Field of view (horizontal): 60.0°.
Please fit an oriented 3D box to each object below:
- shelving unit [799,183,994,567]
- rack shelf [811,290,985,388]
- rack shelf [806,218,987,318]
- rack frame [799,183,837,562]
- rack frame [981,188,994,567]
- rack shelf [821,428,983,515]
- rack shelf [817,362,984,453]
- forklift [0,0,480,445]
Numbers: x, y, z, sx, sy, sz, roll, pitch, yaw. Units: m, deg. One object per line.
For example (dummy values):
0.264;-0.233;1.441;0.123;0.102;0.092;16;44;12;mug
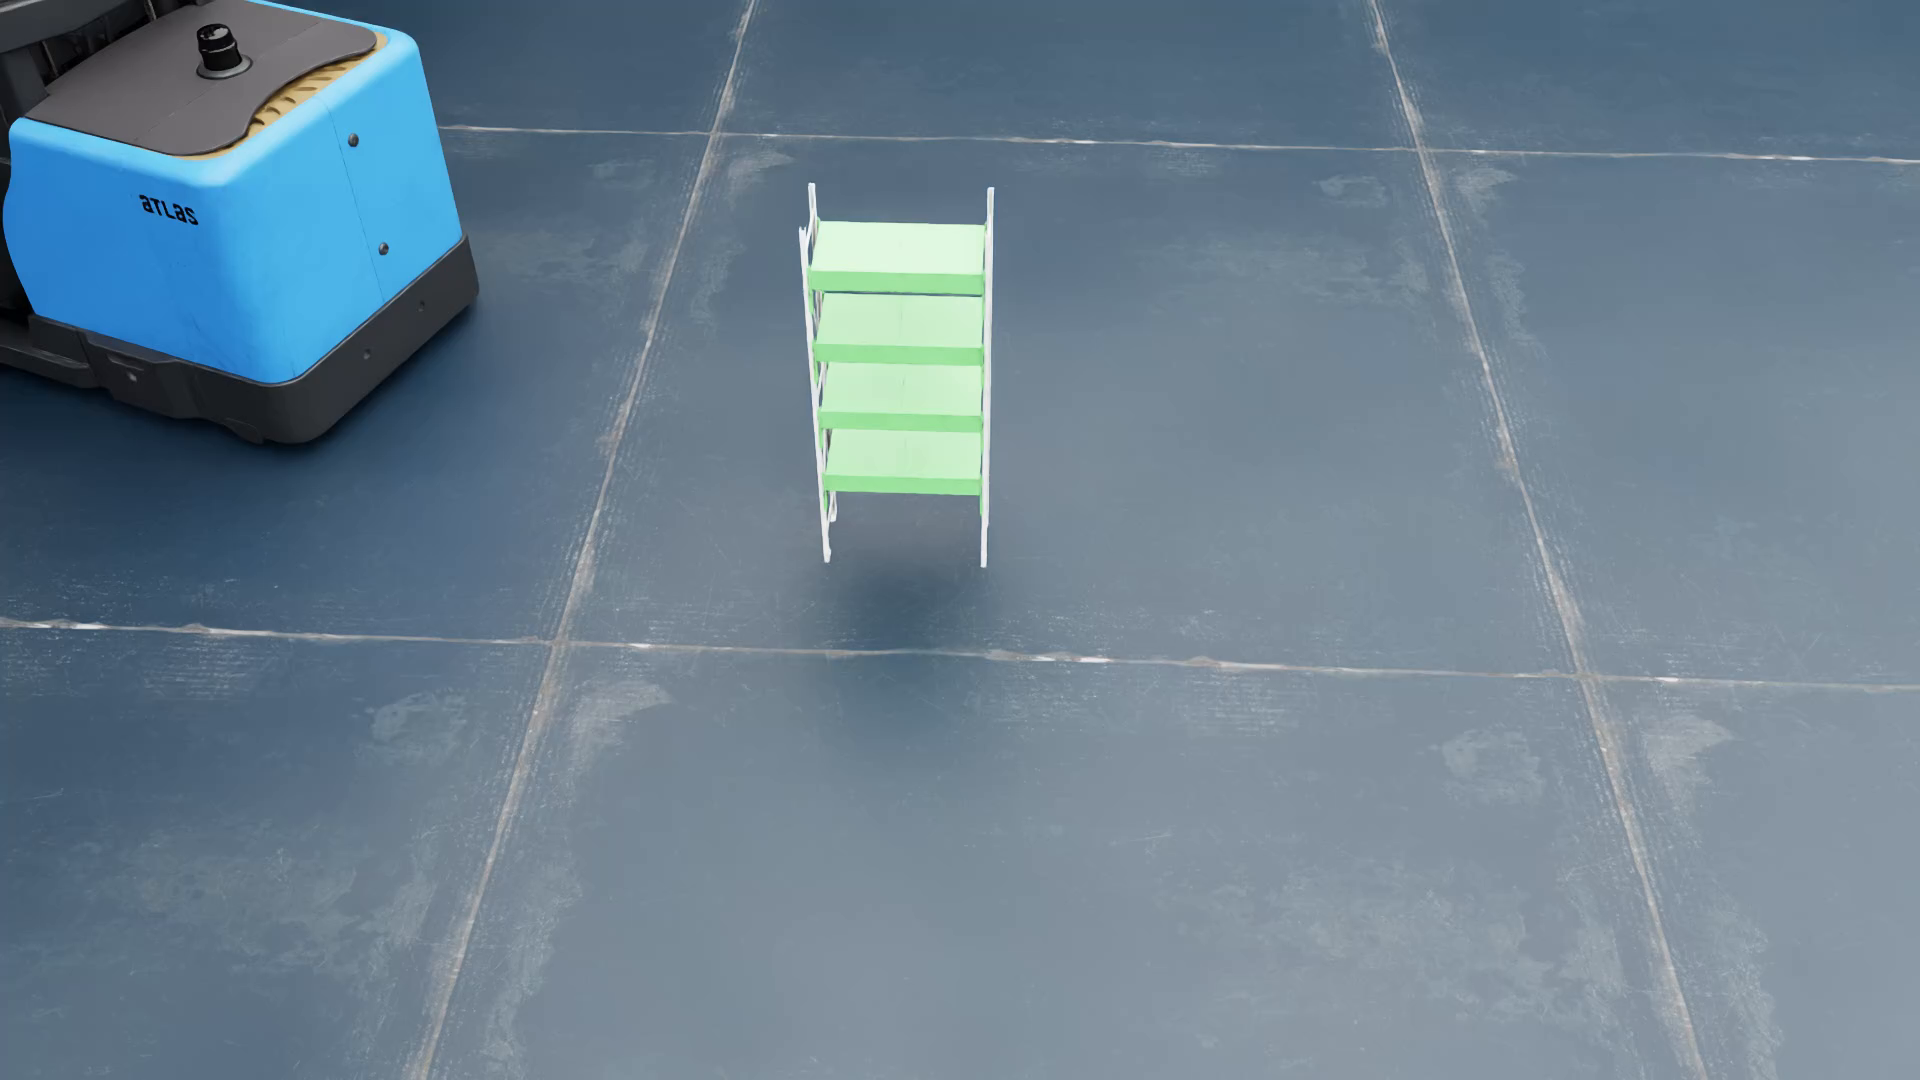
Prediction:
-0.165;-0.444;4.846;0.503;1.200;0.258;2;43;2;shelving unit
-0.165;-0.573;4.726;0.480;0.148;0.258;2;43;2;rack shelf
-0.165;-0.749;4.563;0.480;0.148;0.258;2;43;2;rack shelf
-0.409;-0.452;4.855;0.015;1.200;0.240;2;43;2;rack frame
0.078;-0.437;4.838;0.015;1.200;0.240;2;43;2;rack frame
-0.165;-0.222;5.054;0.480;0.148;0.258;2;43;2;rack shelf
-0.165;-0.397;4.890;0.480;0.148;0.258;2;43;2;rack shelf
-3.335;-2.050;5.300;3.031;2.935;1.130;16;45;17;forklift
